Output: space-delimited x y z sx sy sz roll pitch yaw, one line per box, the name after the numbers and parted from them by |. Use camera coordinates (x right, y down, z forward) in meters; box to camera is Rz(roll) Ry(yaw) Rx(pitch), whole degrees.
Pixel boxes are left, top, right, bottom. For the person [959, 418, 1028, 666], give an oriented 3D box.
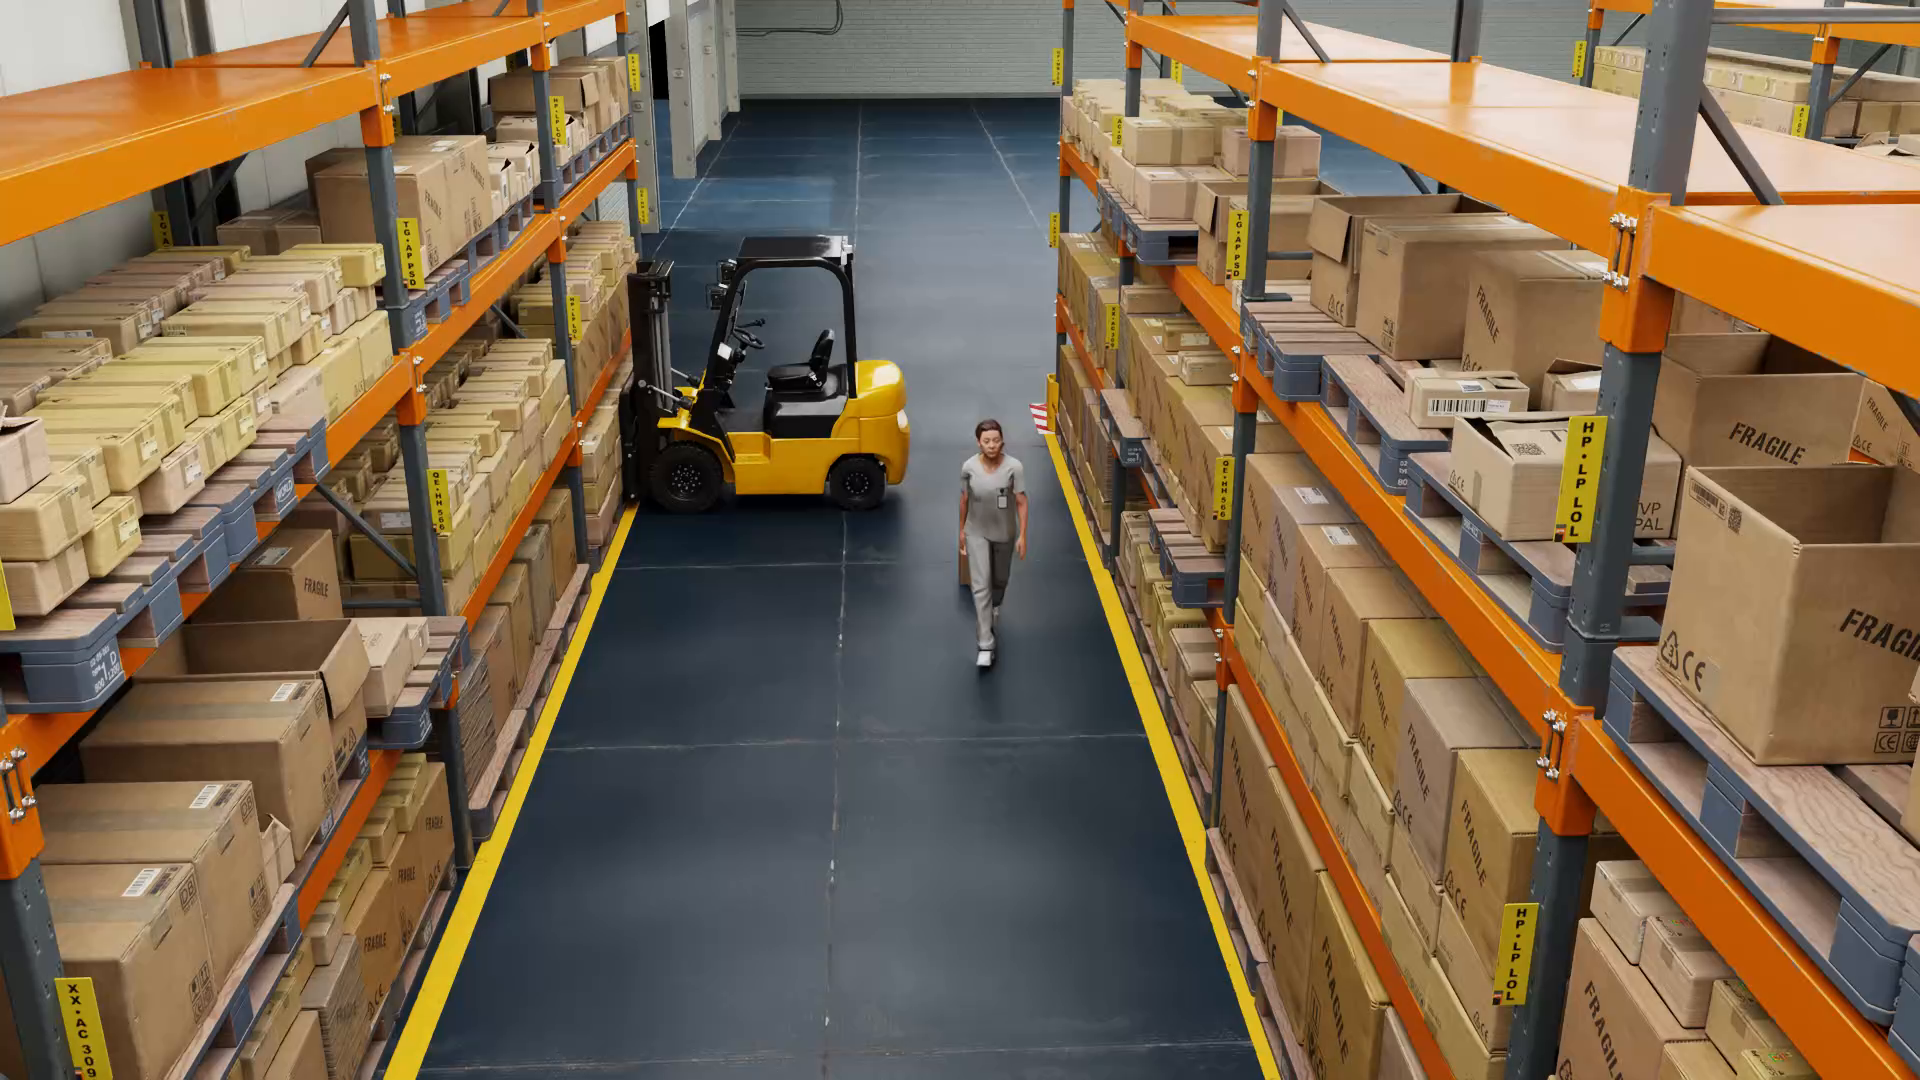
0.223 -0.052 11.246 0.459 1.620 1.037 -1 20 -2 | person
